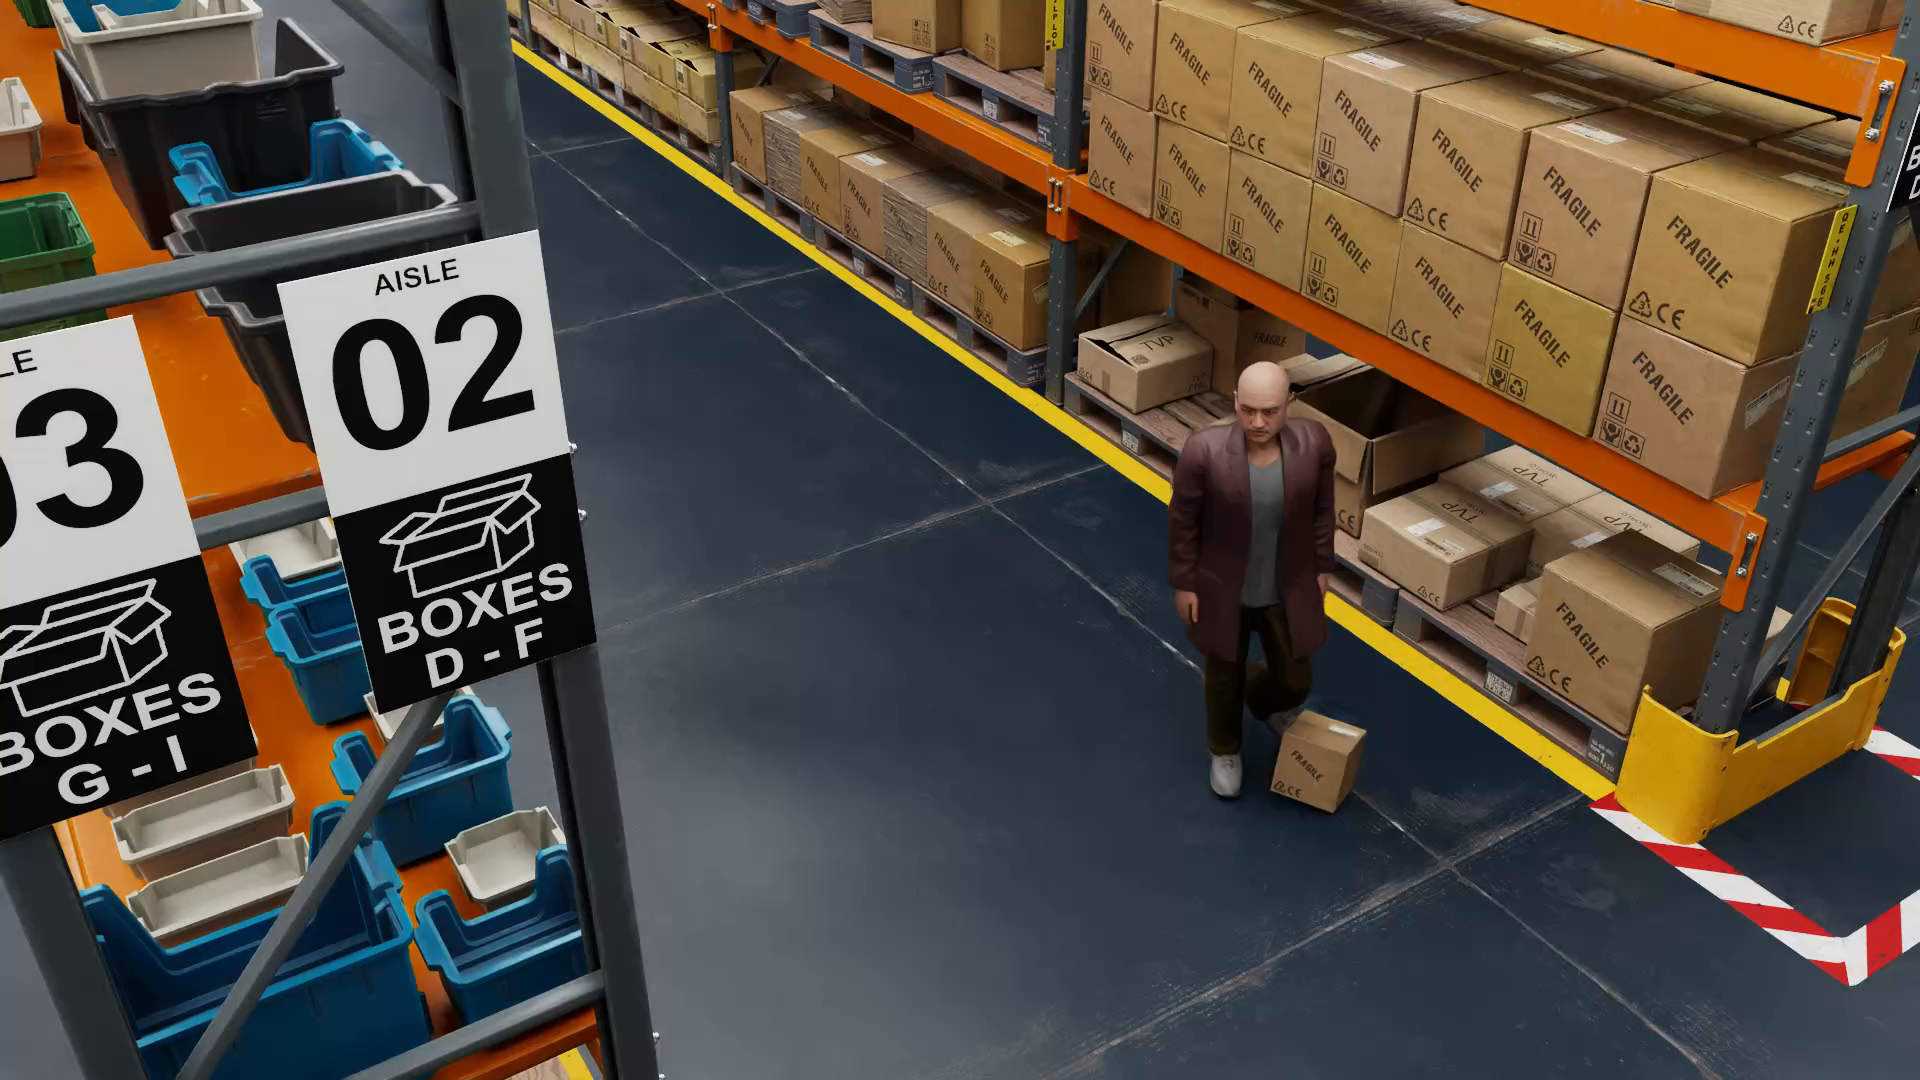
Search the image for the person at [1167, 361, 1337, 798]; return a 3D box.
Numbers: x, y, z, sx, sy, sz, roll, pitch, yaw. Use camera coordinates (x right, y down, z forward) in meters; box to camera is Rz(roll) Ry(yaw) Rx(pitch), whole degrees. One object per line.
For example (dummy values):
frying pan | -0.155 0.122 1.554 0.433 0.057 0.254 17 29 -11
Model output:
person | 1.025 0.125 5.934 0.614 1.774 0.563 0 32 0
